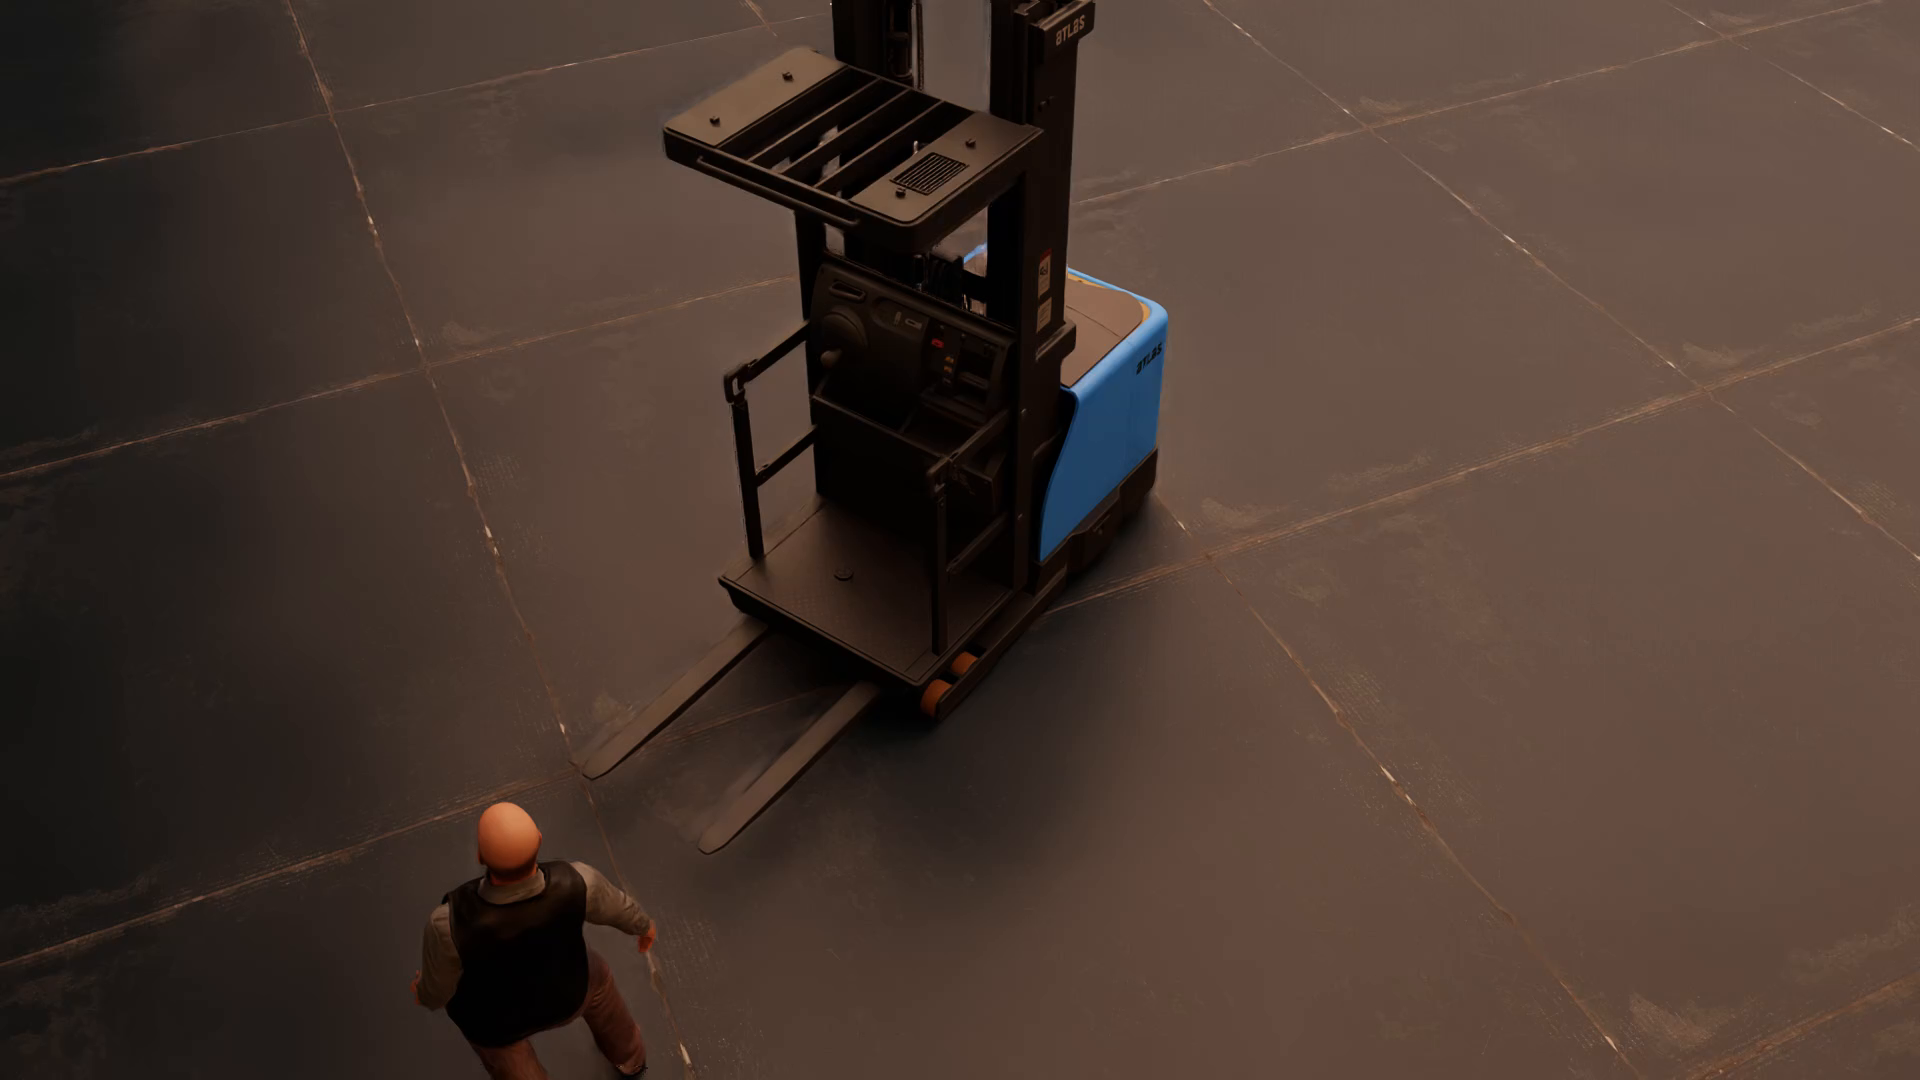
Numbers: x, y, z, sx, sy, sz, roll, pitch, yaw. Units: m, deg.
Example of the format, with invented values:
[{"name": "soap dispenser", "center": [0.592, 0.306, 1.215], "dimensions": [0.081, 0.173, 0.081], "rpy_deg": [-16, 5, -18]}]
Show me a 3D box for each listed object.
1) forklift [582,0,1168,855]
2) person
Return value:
[{"name": "forklift", "center": [-0.330, -0.698, 6.428], "dimensions": [1.130, 2.935, 3.031], "rpy_deg": [26, 49, 25]}, {"name": "person", "center": [-1.322, 1.318, 5.213], "dimensions": [0.764, 1.653, 0.513], "rpy_deg": [-20, 47, -20]}]
